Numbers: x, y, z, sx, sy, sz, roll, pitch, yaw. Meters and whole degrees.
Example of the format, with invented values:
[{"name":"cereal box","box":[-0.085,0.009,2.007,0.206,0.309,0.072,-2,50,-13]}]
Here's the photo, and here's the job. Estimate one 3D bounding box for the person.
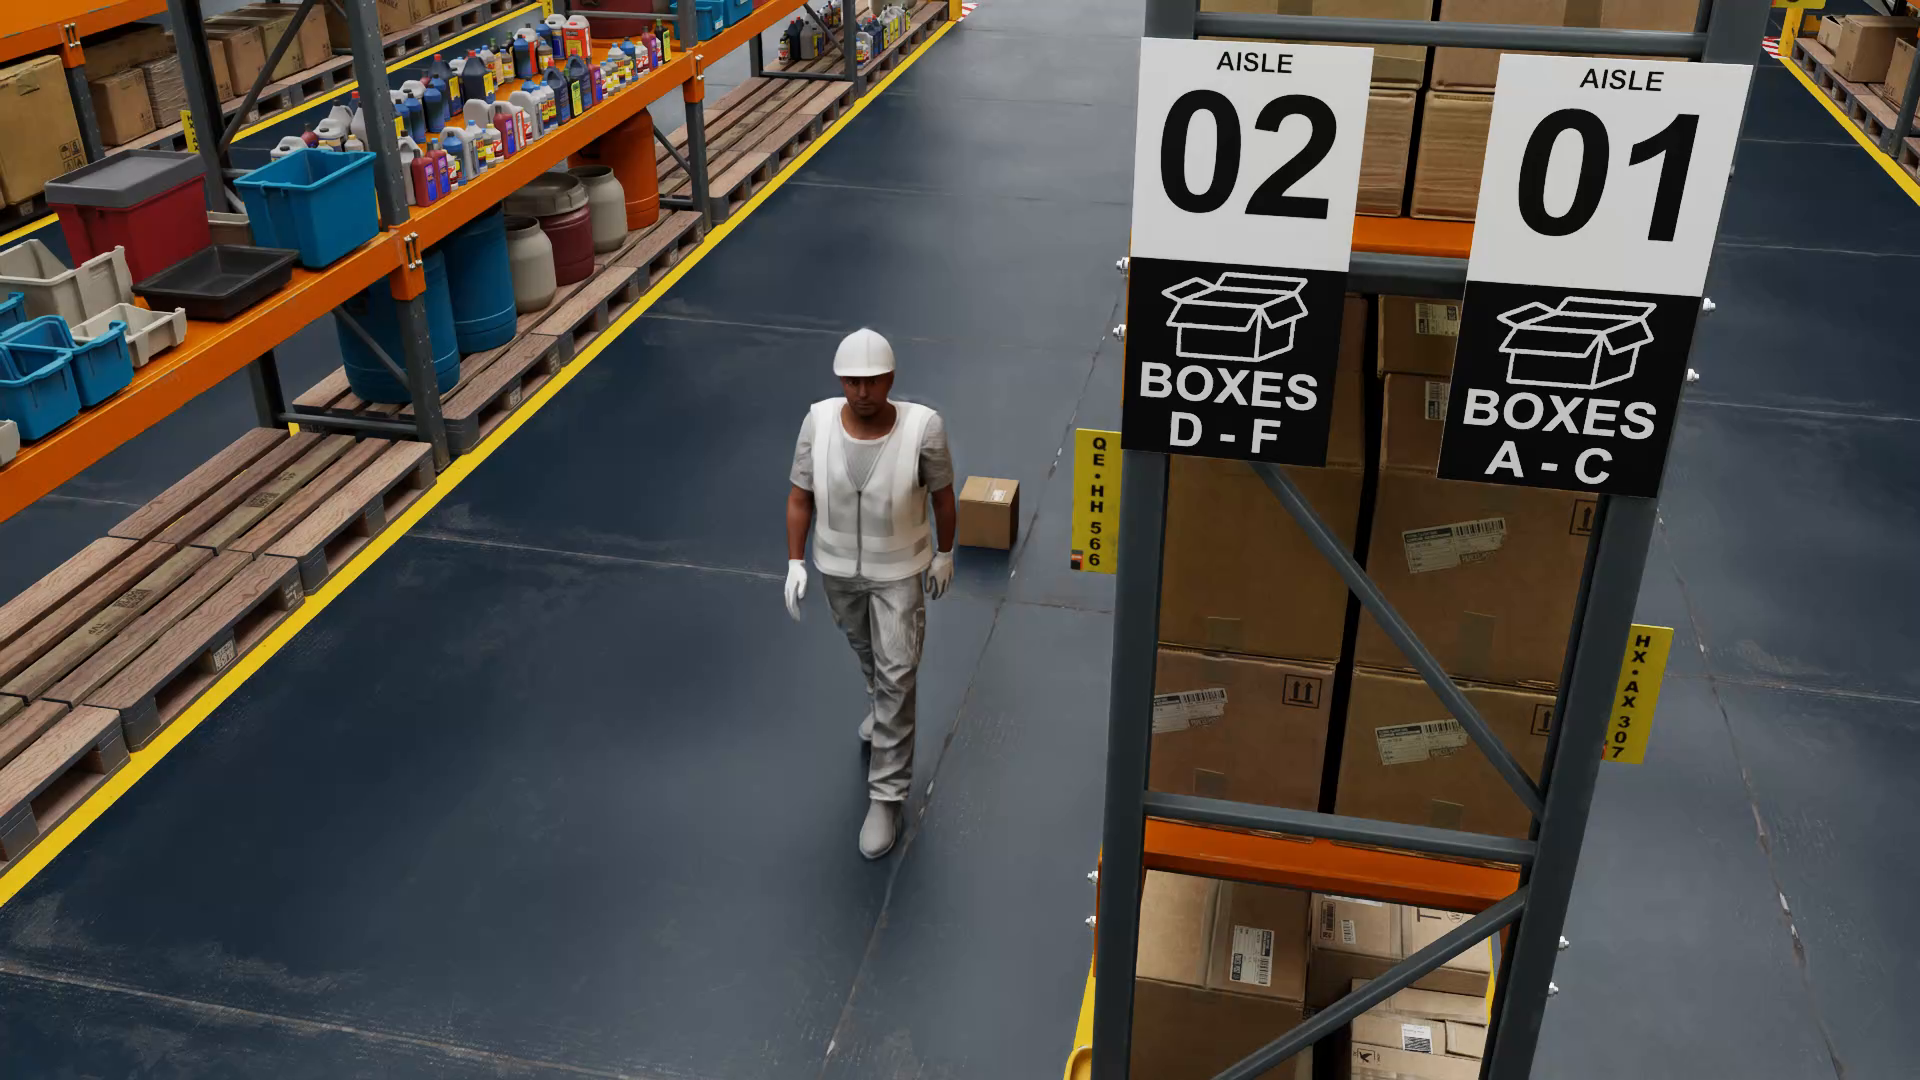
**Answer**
[{"name":"person","box":[-0.337,0.125,5.844,0.566,1.759,0.924,7,29,12]}]
